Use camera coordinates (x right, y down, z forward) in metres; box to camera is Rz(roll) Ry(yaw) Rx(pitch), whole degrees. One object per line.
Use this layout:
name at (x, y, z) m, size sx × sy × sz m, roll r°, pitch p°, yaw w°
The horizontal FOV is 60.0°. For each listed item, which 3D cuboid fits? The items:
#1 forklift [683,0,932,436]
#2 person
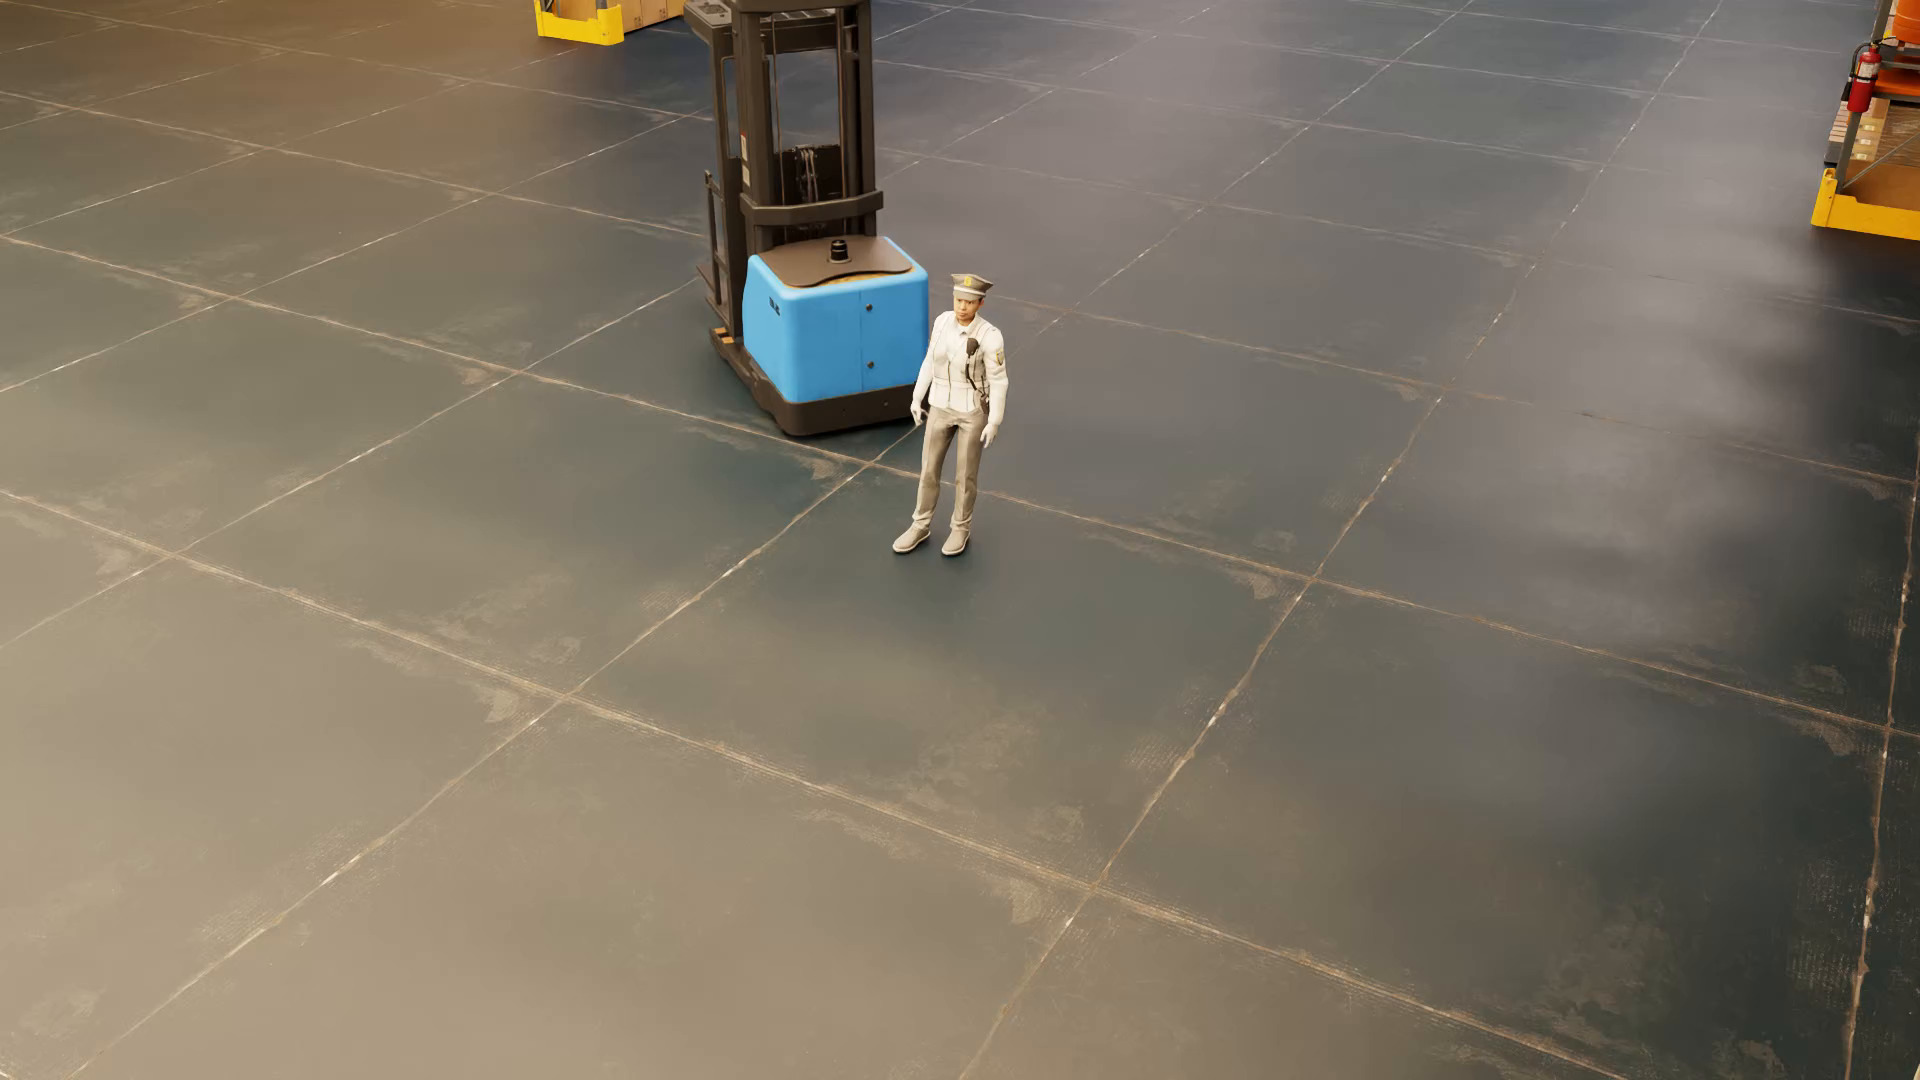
forklift at (-1.230, -2.680, 11.715) m, size 1.130 × 2.935 × 3.031 m, roll -12°, pitch 32°, yaw -20°
person at (-0.039, -0.712, 9.526) m, size 0.587 × 1.695 × 0.531 m, roll 15°, pitch 33°, yaw 25°
